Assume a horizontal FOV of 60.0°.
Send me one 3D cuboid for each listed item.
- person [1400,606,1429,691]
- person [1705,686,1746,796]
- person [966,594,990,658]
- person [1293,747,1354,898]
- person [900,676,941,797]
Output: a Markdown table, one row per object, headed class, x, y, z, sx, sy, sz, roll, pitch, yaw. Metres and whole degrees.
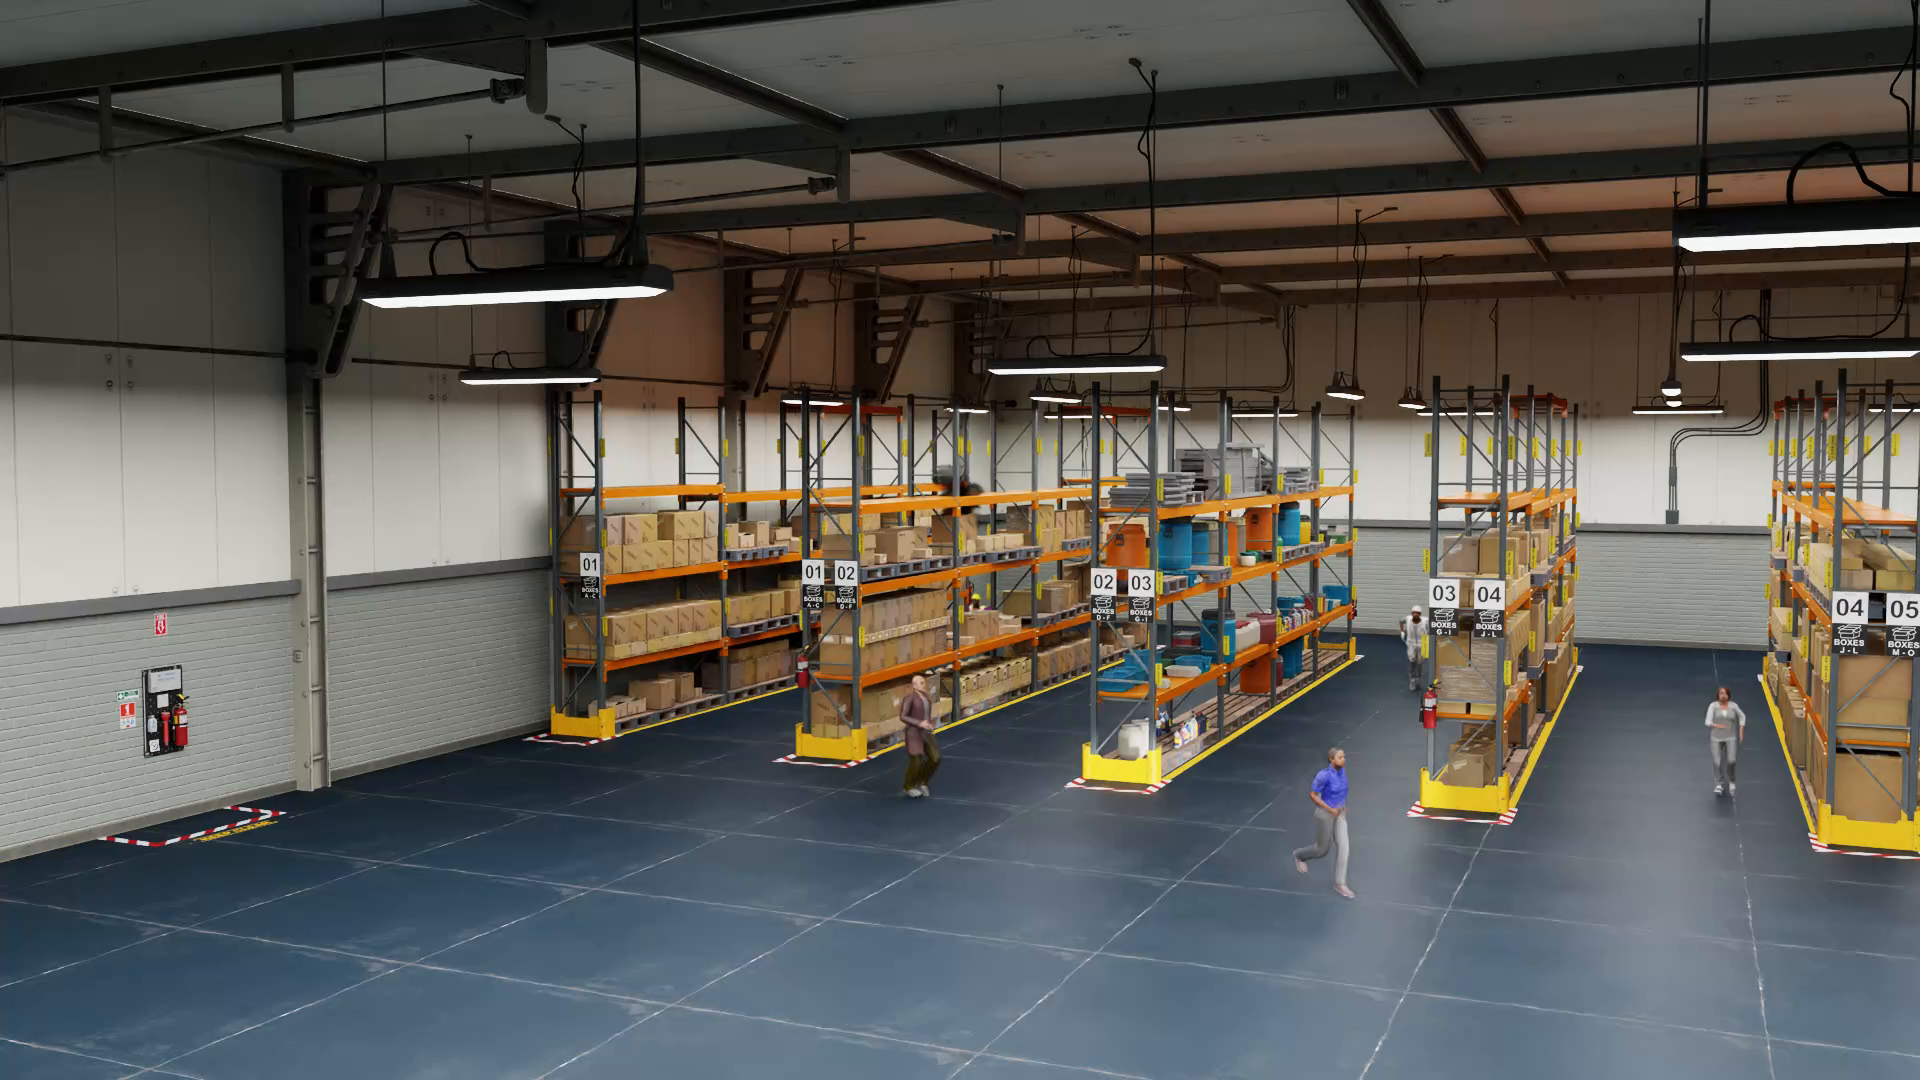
| class | x | y | z | sx | sy | sz | roll | pitch | yaw |
| --- | --- | --- | --- | --- | --- | --- | --- | --- | --- |
| person | 9.483 | 2.226 | 34.555 | 0.671 | 1.773 | 0.962 | 1 | 3 | 11 |
| person | 10.961 | 2.926 | 23.829 | 0.530 | 1.478 | 0.639 | 1 | 3 | 24 |
| person | 0.419 | 2.080 | 37.344 | 0.726 | 1.749 | 0.898 | 2 | 4 | 26 |
| person | 4.172 | 3.160 | 18.864 | 0.599 | 1.635 | 0.886 | -2 | 4 | -37 |
| person | -0.571 | 2.819 | 23.729 | 0.718 | 1.777 | 0.705 | 3 | 4 | 45 |
